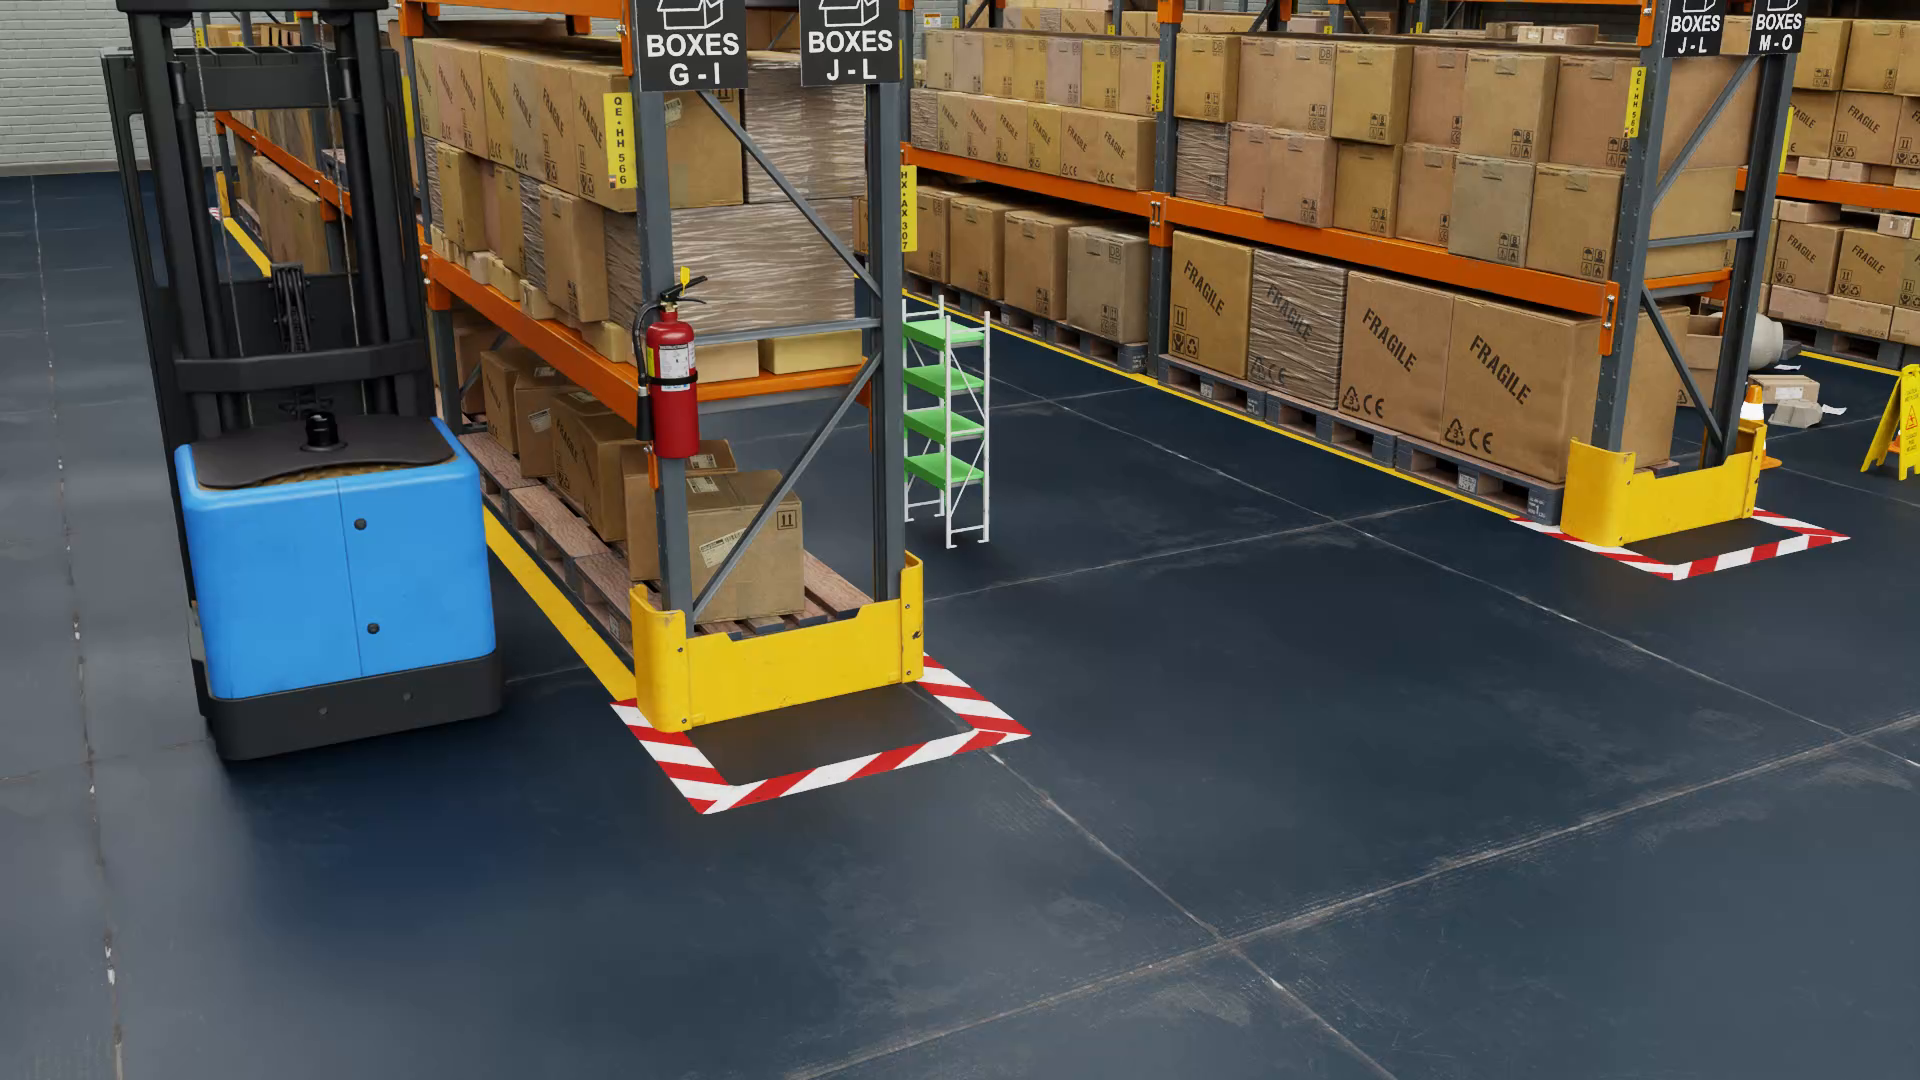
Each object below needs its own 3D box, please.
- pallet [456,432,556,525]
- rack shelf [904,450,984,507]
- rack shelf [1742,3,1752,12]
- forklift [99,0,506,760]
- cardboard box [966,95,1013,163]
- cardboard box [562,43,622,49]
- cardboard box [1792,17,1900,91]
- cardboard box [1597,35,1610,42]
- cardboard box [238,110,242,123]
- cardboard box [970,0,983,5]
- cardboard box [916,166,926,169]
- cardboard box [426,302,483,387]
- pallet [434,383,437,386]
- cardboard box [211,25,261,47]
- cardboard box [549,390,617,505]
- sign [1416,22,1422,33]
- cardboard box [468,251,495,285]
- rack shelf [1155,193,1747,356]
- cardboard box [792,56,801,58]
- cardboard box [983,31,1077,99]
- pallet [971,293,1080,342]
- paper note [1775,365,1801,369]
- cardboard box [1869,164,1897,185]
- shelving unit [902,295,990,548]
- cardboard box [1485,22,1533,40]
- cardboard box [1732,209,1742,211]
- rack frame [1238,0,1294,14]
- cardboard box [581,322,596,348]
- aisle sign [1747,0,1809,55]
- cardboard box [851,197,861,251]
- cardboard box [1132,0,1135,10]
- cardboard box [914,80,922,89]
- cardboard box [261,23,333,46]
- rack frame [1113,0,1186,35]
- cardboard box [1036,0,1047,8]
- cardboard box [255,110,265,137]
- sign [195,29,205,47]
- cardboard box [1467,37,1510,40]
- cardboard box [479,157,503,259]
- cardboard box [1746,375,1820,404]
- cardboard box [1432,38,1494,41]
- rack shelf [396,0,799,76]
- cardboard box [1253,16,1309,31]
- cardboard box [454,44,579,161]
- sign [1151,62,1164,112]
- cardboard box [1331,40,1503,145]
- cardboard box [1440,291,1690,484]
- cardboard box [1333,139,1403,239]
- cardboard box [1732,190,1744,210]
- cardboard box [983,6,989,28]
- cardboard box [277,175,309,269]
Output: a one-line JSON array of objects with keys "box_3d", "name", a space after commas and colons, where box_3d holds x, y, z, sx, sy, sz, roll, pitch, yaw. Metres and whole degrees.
[{"box_3d": [-2.239, -0.422, 9.531, 1.003, 0.211, 1.213, -10, 21, -27], "name": "pallet"}, {"box_3d": [-0.079, -0.327, 8.673, 0.258, 0.148, 0.480, -10, 21, -27], "name": "rack shelf"}, {"box_3d": [7.082, -3.966, 12.032, 1.077, 0.370, 4.000, -10, 21, -27], "name": "rack shelf"}, {"box_3d": [-2.890, -1.018, 7.089, 1.130, 2.935, 3.031, -9, 21, -25], "name": "forklift"}, {"box_3d": [0.383, -3.401, 13.737, 0.500, 0.500, 0.500, -10, 21, -27], "name": "cardboard box"}, {"box_3d": [-1.658, -2.215, 8.309, 0.500, 0.500, 0.500, -10, 21, -27], "name": "cardboard box"}, {"box_3d": [6.588, -3.665, 12.512, 0.700, 0.500, 0.500, -11, 22, -28], "name": "cardboard box"}, {"box_3d": [7.661, -6.068, 20.816, 0.797, 0.503, 0.637, -11, 22, -28], "name": "cardboard box"}, {"box_3d": [-7.188, -4.364, 17.064, 0.380, 0.149, 0.250, -10, 21, -26], "name": "cardboard box"}, {"box_3d": [0.359, -7.589, 23.346, 0.380, 0.149, 0.250, -9, 21, -26], "name": "cardboard box"}, {"box_3d": [-0.431, -3.568, 16.411, 0.500, 0.250, 0.500, -10, 22, -27], "name": "cardboard box"}, {"box_3d": [-3.072, -1.273, 10.881, 0.700, 0.500, 0.500, -10, 21, -27], "name": "cardboard box"}, {"box_3d": [-3.544, -1.183, 11.738, 1.003, 0.211, 1.213, -10, 21, -27], "name": "pallet"}, {"box_3d": [-7.809, -5.326, 18.091, 0.500, 0.500, 0.500, -11, 22, -28], "name": "cardboard box"}, {"box_3d": [-1.792, -0.494, 8.654, 0.500, 0.500, 0.500, -12, 22, -31], "name": "cardboard box"}, {"box_3d": [6.226, -6.852, 22.563, 0.100, 0.325, 0.005, -10, 21, -27], "name": "sign"}, {"box_3d": [-2.292, -1.411, 8.507, 0.380, 0.149, 0.250, -10, 21, -27], "name": "cardboard box"}, {"box_3d": [2.773, -1.753, 10.215, 1.077, 0.370, 4.000, -10, 21, -27], "name": "rack shelf"}, {"box_3d": [-1.578, -4.769, 16.683, 0.380, 0.149, 0.250, -9, 21, -25], "name": "cardboard box"}, {"box_3d": [0.615, -3.913, 13.686, 0.700, 0.500, 0.500, -10, 22, -27], "name": "cardboard box"}, {"box_3d": [0.808, -1.909, 13.841, 1.003, 0.211, 1.213, -10, 21, -27], "name": "pallet"}, {"box_3d": [6.126, -1.284, 12.305, 0.148, 0.019, 0.142, 16, 25, 39], "name": "paper note"}, {"box_3d": [6.957, -2.712, 12.277, 0.380, 0.149, 0.250, -10, 21, -27], "name": "cardboard box"}, {"box_3d": [-0.079, -0.615, 8.573, 0.258, 1.200, 0.503, -10, 21, -27], "name": "shelving unit"}, {"box_3d": [5.258, -4.878, 15.922, 0.380, 0.149, 0.250, -11, 22, -29], "name": "cardboard box"}, {"box_3d": [6.174, -2.505, 13.714, 0.500, 0.500, 0.500, -9, 21, -24], "name": "cardboard box"}, {"box_3d": [4.800, -7.677, 26.282, 1.000, 3.000, 0.127, -10, 21, -27], "name": "rack frame"}, {"box_3d": [-1.394, -0.920, 7.085, 0.380, 0.149, 0.250, -10, 21, -27], "name": "cardboard box"}, {"box_3d": [4.021, -2.774, 8.086, 0.394, 0.787, 0.004, -10, 21, -27], "name": "aisle sign"}, {"box_3d": [-0.862, -3.130, 16.292, 0.500, 0.500, 0.500, -9, 21, -24], "name": "cardboard box"}, {"box_3d": [2.276, -6.788, 21.023, 0.380, 0.149, 0.250, -10, 21, -26], "name": "cardboard box"}, {"box_3d": [-0.259, -4.283, 15.730, 0.380, 0.149, 0.250, -9, 21, -24], "name": "cardboard box"}, {"box_3d": [-6.078, -4.564, 15.567, 0.797, 0.503, 0.637, -11, 22, -28], "name": "cardboard box"}, {"box_3d": [2.333, -5.759, 20.723, 1.000, 3.000, 0.127, -10, 21, -27], "name": "rack frame"}, {"box_3d": [1.225, -7.070, 21.841, 0.380, 0.149, 0.250, -10, 21, -27], "name": "cardboard box"}, {"box_3d": [-6.390, -4.101, 15.764, 0.500, 0.500, 0.500, -10, 21, -26], "name": "cardboard box"}, {"box_3d": [-8.779, -5.735, 19.204, 0.100, 0.325, 0.005, -10, 21, -27], "name": "sign"}, {"box_3d": [5.189, -4.619, 16.164, 0.500, 0.500, 0.500, -12, 22, -30], "name": "cardboard box"}, {"box_3d": [-1.898, -1.700, 8.350, 0.875, 0.500, 0.500, -10, 21, -27], "name": "cardboard box"}, {"box_3d": [5.632, -1.030, 11.388, 0.380, 0.149, 0.250, 1, 19, 2], "name": "cardboard box"}, {"box_3d": [4.754, -4.532, 15.915, 0.500, 0.500, 0.500, -10, 21, -26], "name": "cardboard box"}, {"box_3d": [-1.640, -2.431, 7.584, 1.077, 0.370, 4.000, -10, 21, -27], "name": "rack shelf"}, {"box_3d": [3.506, -5.385, 17.952, 0.500, 0.500, 0.500, -10, 21, -26], "name": "cardboard box"}, {"box_3d": [-2.124, -2.133, 8.071, 0.500, 0.500, 0.500, -10, 21, -27], "name": "cardboard box"}, {"box_3d": [1.351, -3.090, 11.334, 0.100, 0.325, 0.005, -10, 21, -27], "name": "sign"}, {"box_3d": [2.726, -2.670, 9.885, 0.875, 0.550, 0.500, -10, 21, -27], "name": "cardboard box"}, {"box_3d": [3.343, -0.897, 9.247, 0.875, 0.875, 0.875, -10, 21, -26], "name": "cardboard box"}, {"box_3d": [2.783, -2.170, 10.090, 0.875, 0.550, 0.500, -10, 21, -27], "name": "cardboard box"}, {"box_3d": [6.181, -2.766, 13.477, 0.380, 0.149, 0.250, -10, 21, -26], "name": "cardboard box"}, {"box_3d": [0.662, -7.098, 22.918, 0.500, 0.500, 0.500, -11, 22, -28], "name": "cardboard box"}, {"box_3d": [-5.215, -2.729, 14.554, 1.225, 0.875, 0.875, -10, 21, -26], "name": "cardboard box"}]
